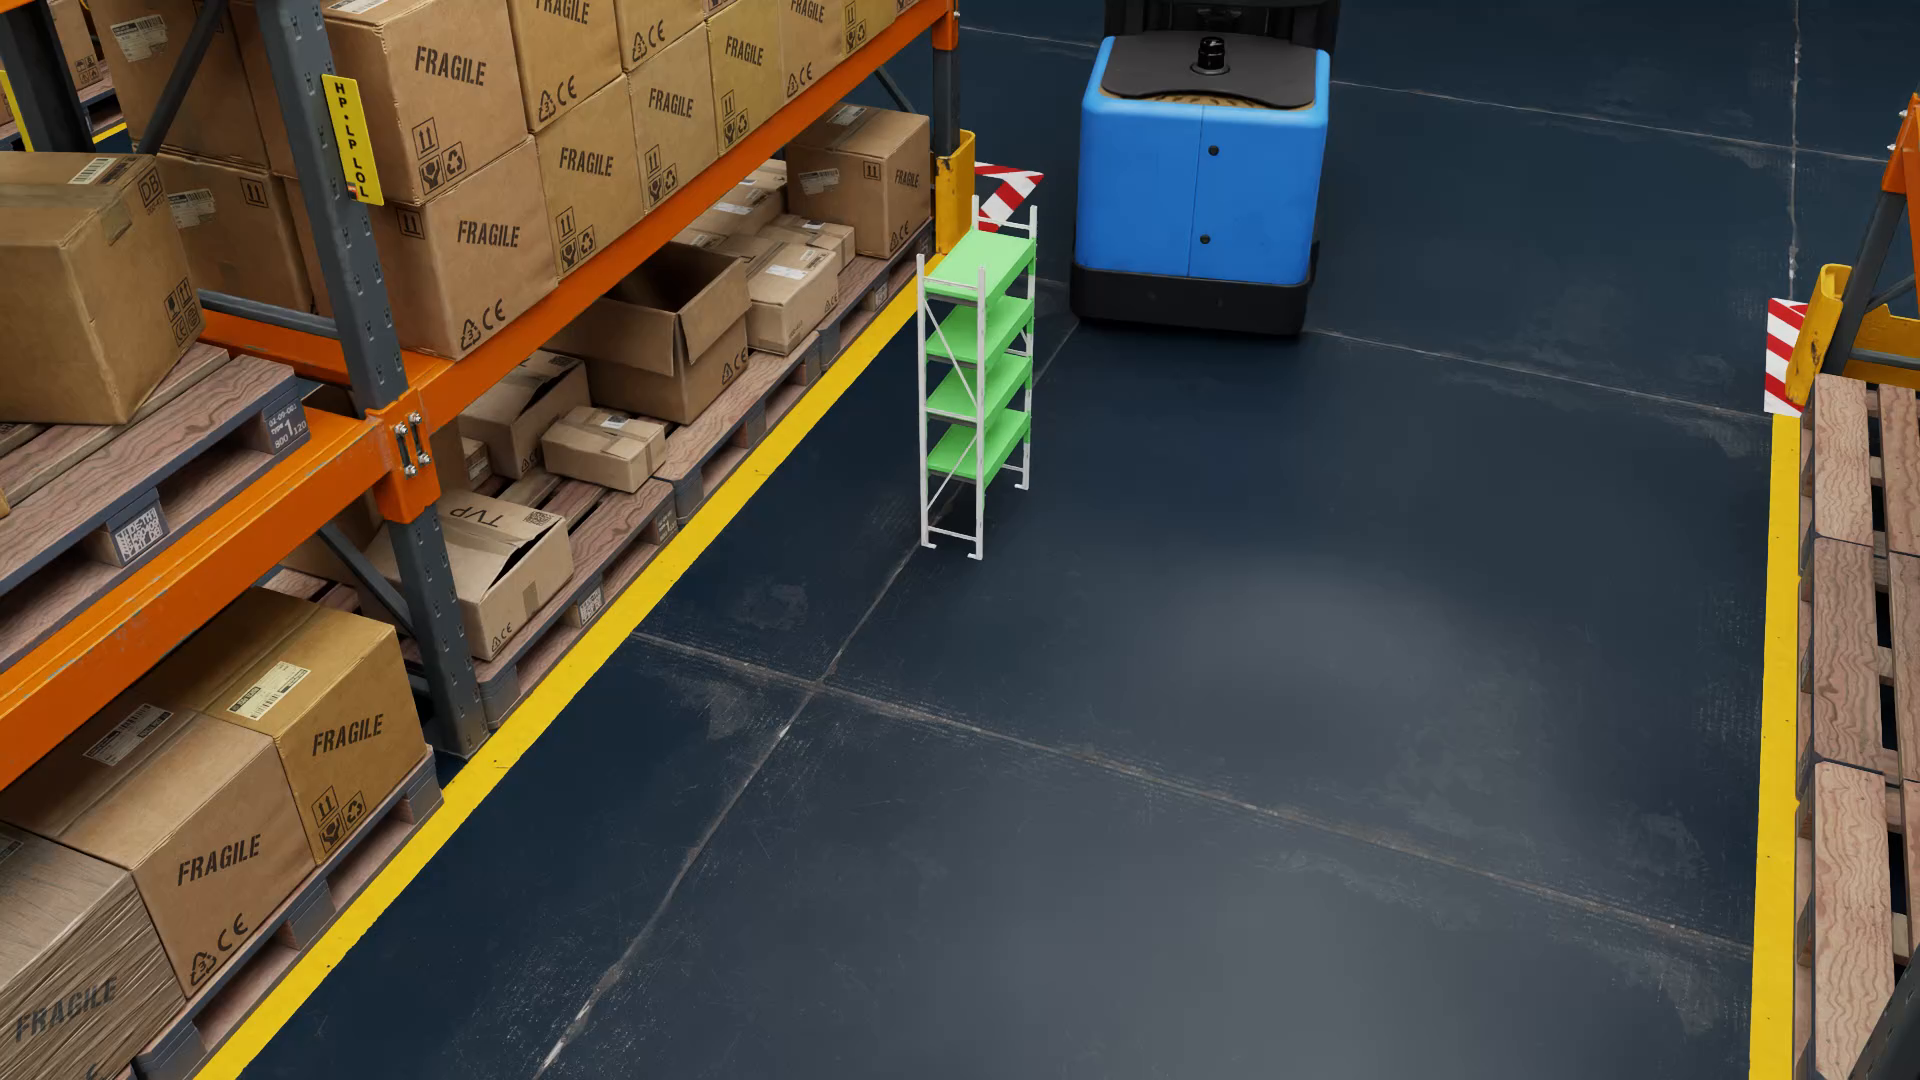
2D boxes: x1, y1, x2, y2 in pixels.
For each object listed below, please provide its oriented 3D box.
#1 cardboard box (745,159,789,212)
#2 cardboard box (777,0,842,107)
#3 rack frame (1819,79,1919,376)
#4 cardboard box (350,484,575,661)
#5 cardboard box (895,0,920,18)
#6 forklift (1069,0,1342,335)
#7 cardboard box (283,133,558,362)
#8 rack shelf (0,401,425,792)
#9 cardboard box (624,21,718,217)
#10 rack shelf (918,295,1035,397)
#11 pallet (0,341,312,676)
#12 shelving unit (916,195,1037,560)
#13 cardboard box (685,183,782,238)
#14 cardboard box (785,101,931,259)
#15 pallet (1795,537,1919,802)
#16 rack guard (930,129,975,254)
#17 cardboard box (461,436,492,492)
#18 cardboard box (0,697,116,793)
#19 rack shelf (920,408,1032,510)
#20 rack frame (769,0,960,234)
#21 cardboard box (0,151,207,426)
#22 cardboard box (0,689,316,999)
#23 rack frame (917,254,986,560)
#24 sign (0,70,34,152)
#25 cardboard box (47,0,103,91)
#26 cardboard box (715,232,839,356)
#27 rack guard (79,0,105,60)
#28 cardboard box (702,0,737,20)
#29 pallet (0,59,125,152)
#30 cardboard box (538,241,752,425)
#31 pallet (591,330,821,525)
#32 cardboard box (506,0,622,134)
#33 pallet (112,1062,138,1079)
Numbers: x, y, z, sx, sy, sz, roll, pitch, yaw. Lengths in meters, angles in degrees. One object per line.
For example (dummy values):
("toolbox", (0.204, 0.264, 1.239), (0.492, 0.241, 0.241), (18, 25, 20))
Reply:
("cardboard box", (-0.962, -1.737, 8.082), (0.380, 0.149, 0.250), (14, 39, 18))
("cardboard box", (-0.792, -2.023, 6.367), (0.500, 0.500, 0.500), (14, 39, 18))
("rack frame", (4.095, -1.725, 6.053), (1.000, 3.000, 0.127), (14, 39, 18))
("cardboard box", (-1.647, 0.076, 5.521), (0.500, 0.311, 0.500), (14, 39, 18))
("cardboard box", (-0.403, -2.586, 7.121), (0.500, 0.500, 0.500), (15, 39, 19))
("forklift", (1.274, -2.958, 7.760), (1.130, 2.935, 3.031), (6, 37, 8))
("cardboard box", (-1.561, -0.901, 4.867), (0.500, 0.500, 0.500), (15, 39, 19))
("rack shelf", (-2.768, 0.754, 3.336), (1.077, 0.370, 4.000), (14, 39, 18))
("cardboard box", (-1.176, -1.462, 5.617), (0.500, 0.500, 0.500), (14, 39, 18))
("rack shelf", (0.063, -0.713, 5.908), (0.258, 0.148, 0.480), (14, 39, 18))
("pallet", (-2.412, -0.147, 4.101), (1.003, 0.211, 1.213), (14, 39, 18))
("shelving unit", (0.063, -0.572, 6.013), (0.258, 1.200, 0.503), (14, 39, 18))
("cardboard box", (-1.144, -1.417, 7.570), (0.500, 0.250, 0.500), (14, 39, 18))
("cardboard box", (-0.464, -1.674, 7.704), (0.500, 0.500, 0.500), (14, 39, 18))
("pallet", (3.279, 0.512, 5.388), (1.003, 0.211, 1.213), (14, 39, 18))
("rack guard", (-0.514, -1.813, 8.257), (1.175, 0.500, 0.348), (14, 39, 18))
("cardboard box", (-1.965, -0.277, 6.129), (0.380, 0.149, 0.250), (14, 39, 18))
("cardboard box", (-2.609, 0.694, 4.536), (0.500, 0.500, 0.500), (14, 39, 18))
("rack shelf", (0.063, -0.329, 6.195), (0.258, 0.148, 0.480), (14, 39, 18))
("rack frame", (-0.485, -2.856, 7.565), (1.000, 3.000, 0.127), (14, 39, 18))
("cardboard box", (-2.394, -0.638, 4.164), (0.700, 0.500, 0.500), (2, 37, 2))
("cardboard box", (-2.125, 0.794, 4.403), (0.500, 0.500, 0.500), (14, 39, 18))
("rack frame", (-0.030, -0.437, 5.833), (0.240, 1.200, 0.015), (14, 39, 18))
("sign", (-2.511, -1.107, 4.503), (0.100, 0.325, 0.005), (14, 39, 18))
("cardboard box", (-5.241, -2.739, 9.146), (0.700, 0.500, 0.500), (14, 39, 18))
("cardboard box", (-0.853, -1.054, 7.084), (0.500, 0.250, 0.500), (14, 39, 18))
("rack guard", (-5.058, -2.994, 9.838), (1.175, 0.500, 0.348), (14, 39, 18))
("cardboard box", (-0.979, -2.135, 5.682), (0.500, 0.500, 0.500), (15, 39, 19))
("pallet", (-5.299, -2.405, 9.291), (1.003, 0.211, 1.213), (14, 39, 18))
("cardboard box", (-1.296, -0.859, 6.611), (0.797, 0.503, 0.637), (14, 39, 18))
("pallet", (-1.282, -0.582, 6.853), (1.003, 0.211, 1.213), (14, 39, 18))
("cardboard box", (-1.371, -1.564, 4.919), (0.500, 0.500, 0.500), (13, 39, 16))
("pallet", (-2.744, 1.613, 3.916), (1.003, 0.211, 1.213), (14, 39, 18))
